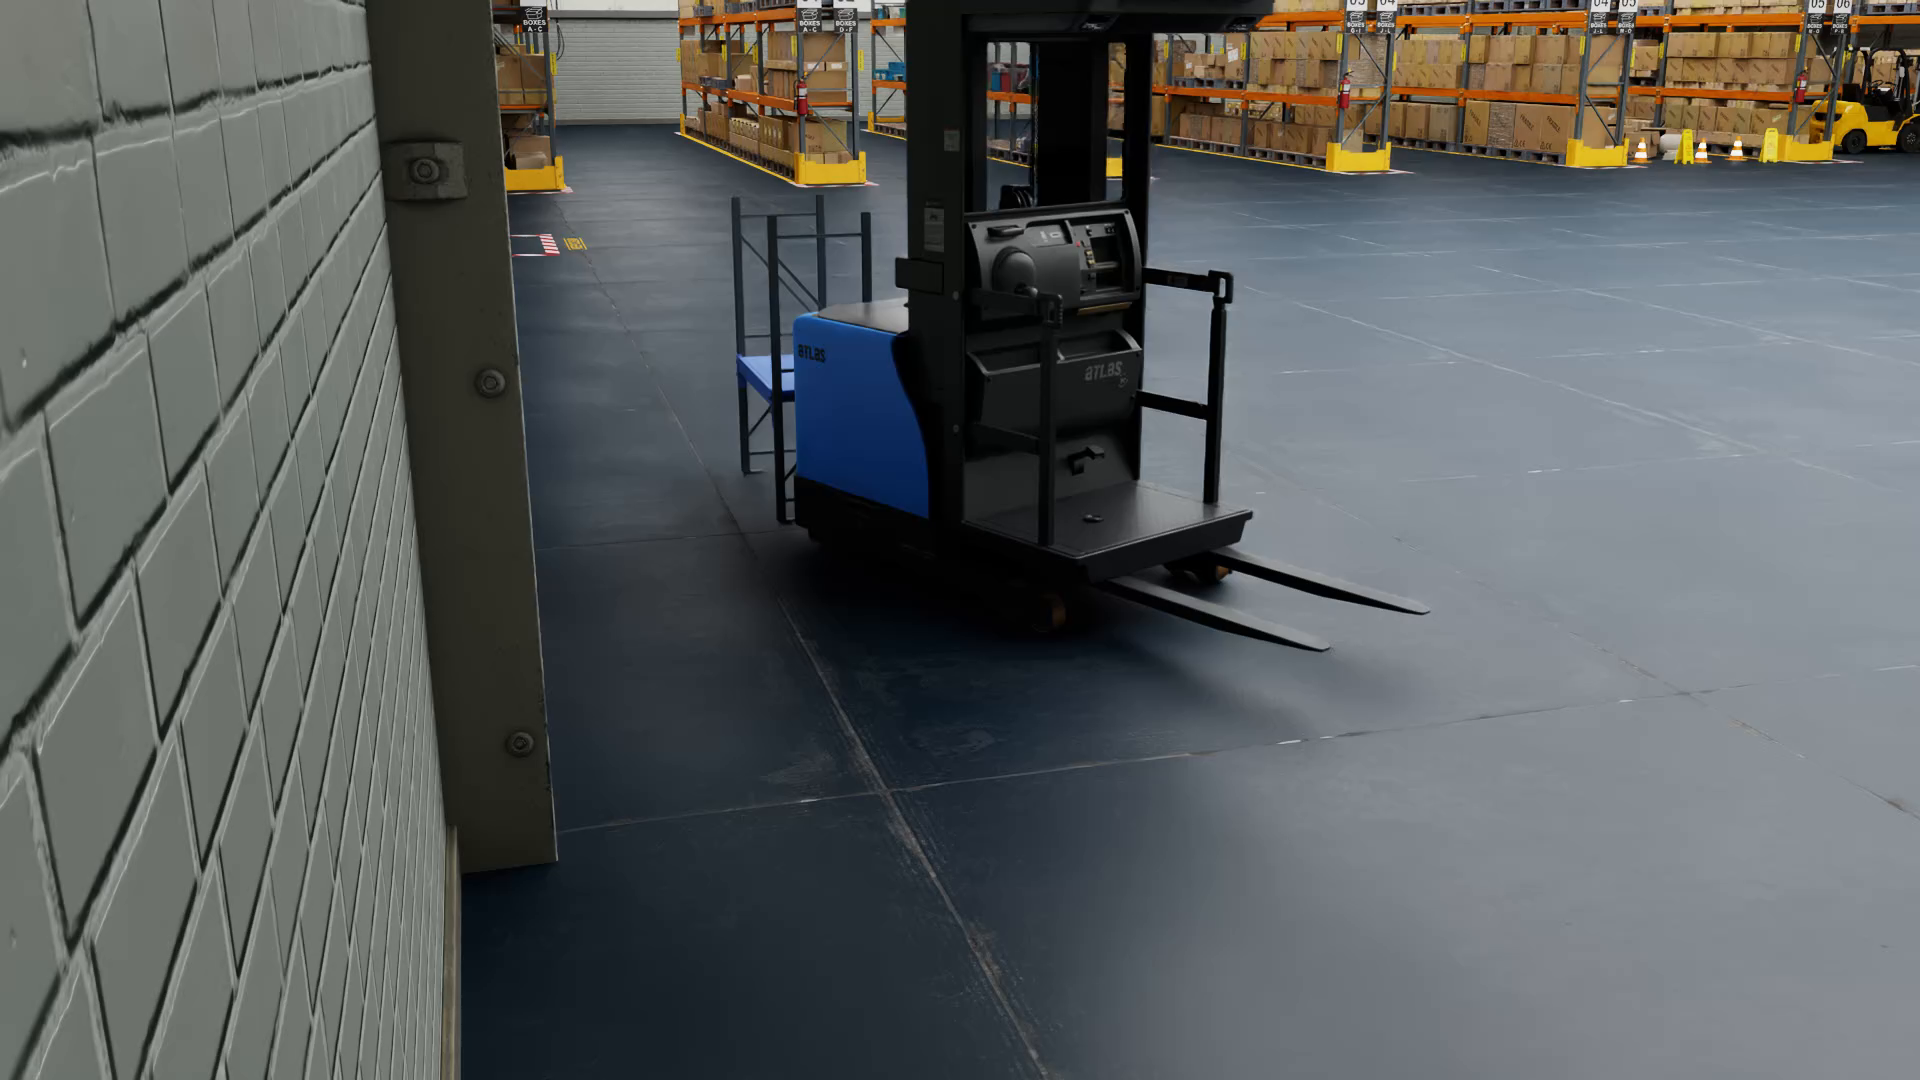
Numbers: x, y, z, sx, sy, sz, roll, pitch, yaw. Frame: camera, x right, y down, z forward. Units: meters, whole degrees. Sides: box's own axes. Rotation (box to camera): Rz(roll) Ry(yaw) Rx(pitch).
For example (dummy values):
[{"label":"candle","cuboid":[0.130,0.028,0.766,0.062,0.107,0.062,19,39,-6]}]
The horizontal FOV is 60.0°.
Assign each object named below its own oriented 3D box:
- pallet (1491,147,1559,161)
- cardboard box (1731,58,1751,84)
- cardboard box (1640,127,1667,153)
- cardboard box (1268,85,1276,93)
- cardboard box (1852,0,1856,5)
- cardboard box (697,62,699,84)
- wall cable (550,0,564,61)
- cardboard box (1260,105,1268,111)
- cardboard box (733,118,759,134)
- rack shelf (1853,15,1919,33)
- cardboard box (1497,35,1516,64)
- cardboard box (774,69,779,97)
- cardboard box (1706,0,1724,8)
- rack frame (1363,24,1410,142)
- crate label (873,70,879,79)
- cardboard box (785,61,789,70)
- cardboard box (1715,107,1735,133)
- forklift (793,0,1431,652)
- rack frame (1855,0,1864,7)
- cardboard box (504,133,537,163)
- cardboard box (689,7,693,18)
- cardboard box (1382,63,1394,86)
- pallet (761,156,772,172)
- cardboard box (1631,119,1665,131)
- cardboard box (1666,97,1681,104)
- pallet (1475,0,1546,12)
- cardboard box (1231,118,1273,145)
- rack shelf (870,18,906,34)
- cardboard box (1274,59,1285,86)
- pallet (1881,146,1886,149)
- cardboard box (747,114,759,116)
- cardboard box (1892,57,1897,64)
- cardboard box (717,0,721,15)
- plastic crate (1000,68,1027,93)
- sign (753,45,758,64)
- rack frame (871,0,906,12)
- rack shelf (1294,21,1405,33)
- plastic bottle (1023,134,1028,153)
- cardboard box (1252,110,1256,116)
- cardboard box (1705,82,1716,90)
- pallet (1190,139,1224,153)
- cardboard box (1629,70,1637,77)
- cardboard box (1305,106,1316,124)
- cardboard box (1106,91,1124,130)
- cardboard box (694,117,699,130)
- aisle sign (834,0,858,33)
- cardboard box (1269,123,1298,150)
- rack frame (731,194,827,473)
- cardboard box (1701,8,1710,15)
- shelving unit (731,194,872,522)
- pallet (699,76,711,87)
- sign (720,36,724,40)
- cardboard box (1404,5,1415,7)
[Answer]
[{"label":"pallet","cuboid":[11.514,-7.813,33.594,1.003,0.211,1.213,-5,17,-15]},{"label":"cardboard box","cuboid":[16.190,-9.612,34.046,0.500,0.500,0.500,-5,17,-16]},{"label":"cardboard box","cuboid":[14.759,-8.522,35.450,0.500,0.500,0.500,7,18,23]},{"label":"cardboard box","cuboid":[6.272,-8.857,32.661,0.380,0.149,0.250,-5,17,-15]},{"label":"cardboard box","cuboid":[20.111,-12.339,37.854,0.500,0.311,0.500,-5,18,-17]},{"label":"cardboard box","cuboid":[-5.864,-10.935,38.968,0.500,0.500,0.500,-4,17,-14]},{"label":"wall cable","cuboid":[-12.552,-14.462,45.852,3.097,2.526,0.112,-5,17,-15]},{"label":"cardboard box","cuboid":[8.151,-11.396,43.866,0.380,0.149,0.250,-6,18,-18]},{"label":"cardboard box","cuboid":[-4.367,-8.503,34.120,0.500,0.311,0.500,-5,17,-17]},{"label":"rack shelf","cuboid":[21.094,-11.054,35.576,1.077,0.370,4.000,-5,17,-15]},{"label":"cardboard box","cuboid":[11.388,-9.884,33.504,0.875,0.550,0.550,-5,17,-15]},{"label":"cardboard box","cuboid":[-3.003,-8.337,30.318,0.700,0.500,0.500,-5,17,-16]},{"label":"cardboard box","cuboid":[15.906,-11.204,34.568,0.500,0.250,0.500,-5,17,-15]},{"label":"rack frame","cuboid":[9.942,-10.809,38.723,1.000,3.000,0.127,-5,17,-15]},{"label":"crate label","cuboid":[-2.065,-12.121,43.275,0.416,0.233,0.303,-5,17,-15]},{"label":"cardboard box","cuboid":[-2.828,-8.257,28.926,0.380,0.149,0.250,-4,17,-14]},{"label":"cardboard box","cuboid":[16.122,-8.744,34.595,0.500,0.500,0.500,-5,17,-17]},{"label":"forklift","cuboid":[0.546,-1.192,6.827,1.130,2.935,3.031,-14,22,-39]},{"label":"rack frame","cuboid":[20.544,-13.389,36.882,1.000,3.000,0.127,-5,17,-15]},{"label":"cardboard box","cuboid":[-7.720,-6.893,29.267,0.500,0.500,0.500,-6,18,-19]},{"label":"cardboard box","cuboid":[-6.143,-12.524,39.479,0.500,0.250,0.500,-5,17,-15]},{"label":"cardboard box","cuboid":[9.948,-10.571,37.757,0.500,0.500,0.500,-5,17,-16]},{"label":"pallet","cuboid":[-3.104,-6.998,30.881,1.003,0.211,1.213,-5,17,-15]},{"label":"cardboard box","cuboid":[15.626,-9.210,37.235,0.950,0.372,0.625,-4,17,-15]},{"label":"cardboard box","cuboid":[18.710,-11.494,43.491,0.380,0.149,0.250,-5,17,-15]},{"label":"pallet","cuboid":[11.256,-10.870,33.865,1.003,0.211,1.213,-5,17,-15]},{"label":"cardboard box","cuboid":[6.096,-8.524,34.694,0.700,0.500,0.500,-6,18,-20]},{"label":"rack shelf","cuboid":[-1.266,-12.805,41.404,1.077,0.370,4.000,-5,17,-15]},{"label":"cardboard box","cuboid":[6.646,-9.128,32.436,0.875,0.500,0.500,-5,17,-15]},{"label":"pallet","cuboid":[20.722,-8.957,37.403,1.003,0.211,1.213,-5,17,-15]},{"label":"cardboard box","cuboid":[-4.514,-9.108,36.641,0.500,0.500,0.500,-5,17,-16]},{"label":"cardboard box","cuboid":[20.617,-10.477,36.316,0.380,0.149,0.250,-5,17,-16]},{"label":"cardboard box","cuboid":[-4.674,-11.406,35.323,0.910,0.500,0.500,-5,17,-15]},{"label":"plastic crate","cuboid":[1.055,-9.087,32.880,0.402,0.464,0.583,-5,17,-15]},{"label":"sign","cuboid":[-3.801,-9.027,30.916,0.100,0.325,0.005,-5,17,-15]},{"label":"rack frame","cuboid":[-1.816,-15.140,42.711,1.000,3.000,0.127,-5,17,-15]},{"label":"rack shelf","cuboid":[9.392,-12.455,40.237,1.077,0.370,4.000,-5,17,-15]},{"label":"plastic bottle","cuboid":[1.305,-7.633,31.989,0.144,0.351,0.185,-4,17,-14]},{"label":"cardboard box","cuboid":[8.058,-11.477,44.654,0.380,0.149,0.250,-4,17,-12]},{"label":"cardboard box","cuboid":[15.893,-9.535,34.917,0.380,0.149,0.250,-5,17,-15]},{"label":"pallet","cuboid":[5.690,-8.556,36.070,1.003,0.211,1.213,-5,17,-15]},{"label":"cardboard box","cuboid":[15.205,-10.466,37.288,0.380,0.149,0.250,-5,17,-16]},{"label":"cardboard box","cuboid":[8.937,-10.548,41.469,0.500,0.500,0.500,-4,17,-13]},{"label":"cardboard box","cuboid":[4.241,-10.560,40.855,1.225,0.875,0.875,-5,17,-15]},{"label":"cardboard box","cuboid":[-6.116,-10.035,40.054,0.500,0.311,0.500,-5,17,-15]},{"label":"aisle sign","cuboid":[-1.870,-8.701,27.186,0.394,0.787,0.004,-5,17,-15]},{"label":"cardboard box","cuboid":[6.480,-8.071,33.222,0.500,0.500,0.500,1,17,2]},{"label":"rack frame","cuboid":[-0.967,-1.113,9.050,0.500,1.500,0.032,-5,17,-16]},{"label":"cardboard box","cuboid":[15.846,-11.124,34.992,0.380,0.149,0.250,-4,17,-14]},{"label":"shelving unit","cuboid":[-0.818,-0.973,8.584,0.538,1.500,1.048,-5,17,-16]},{"label":"pallet","cuboid":[-5.366,-10.448,37.853,1.003,0.211,1.213,-5,17,-15]},{"label":"sign","cuboid":[-6.041,-12.620,42.189,0.100,0.325,0.005,-5,17,-15]},{"label":"cardboard box","cuboid":[12.685,-14.938,46.610,0.500,0.250,0.500,-6,18,-20]}]
